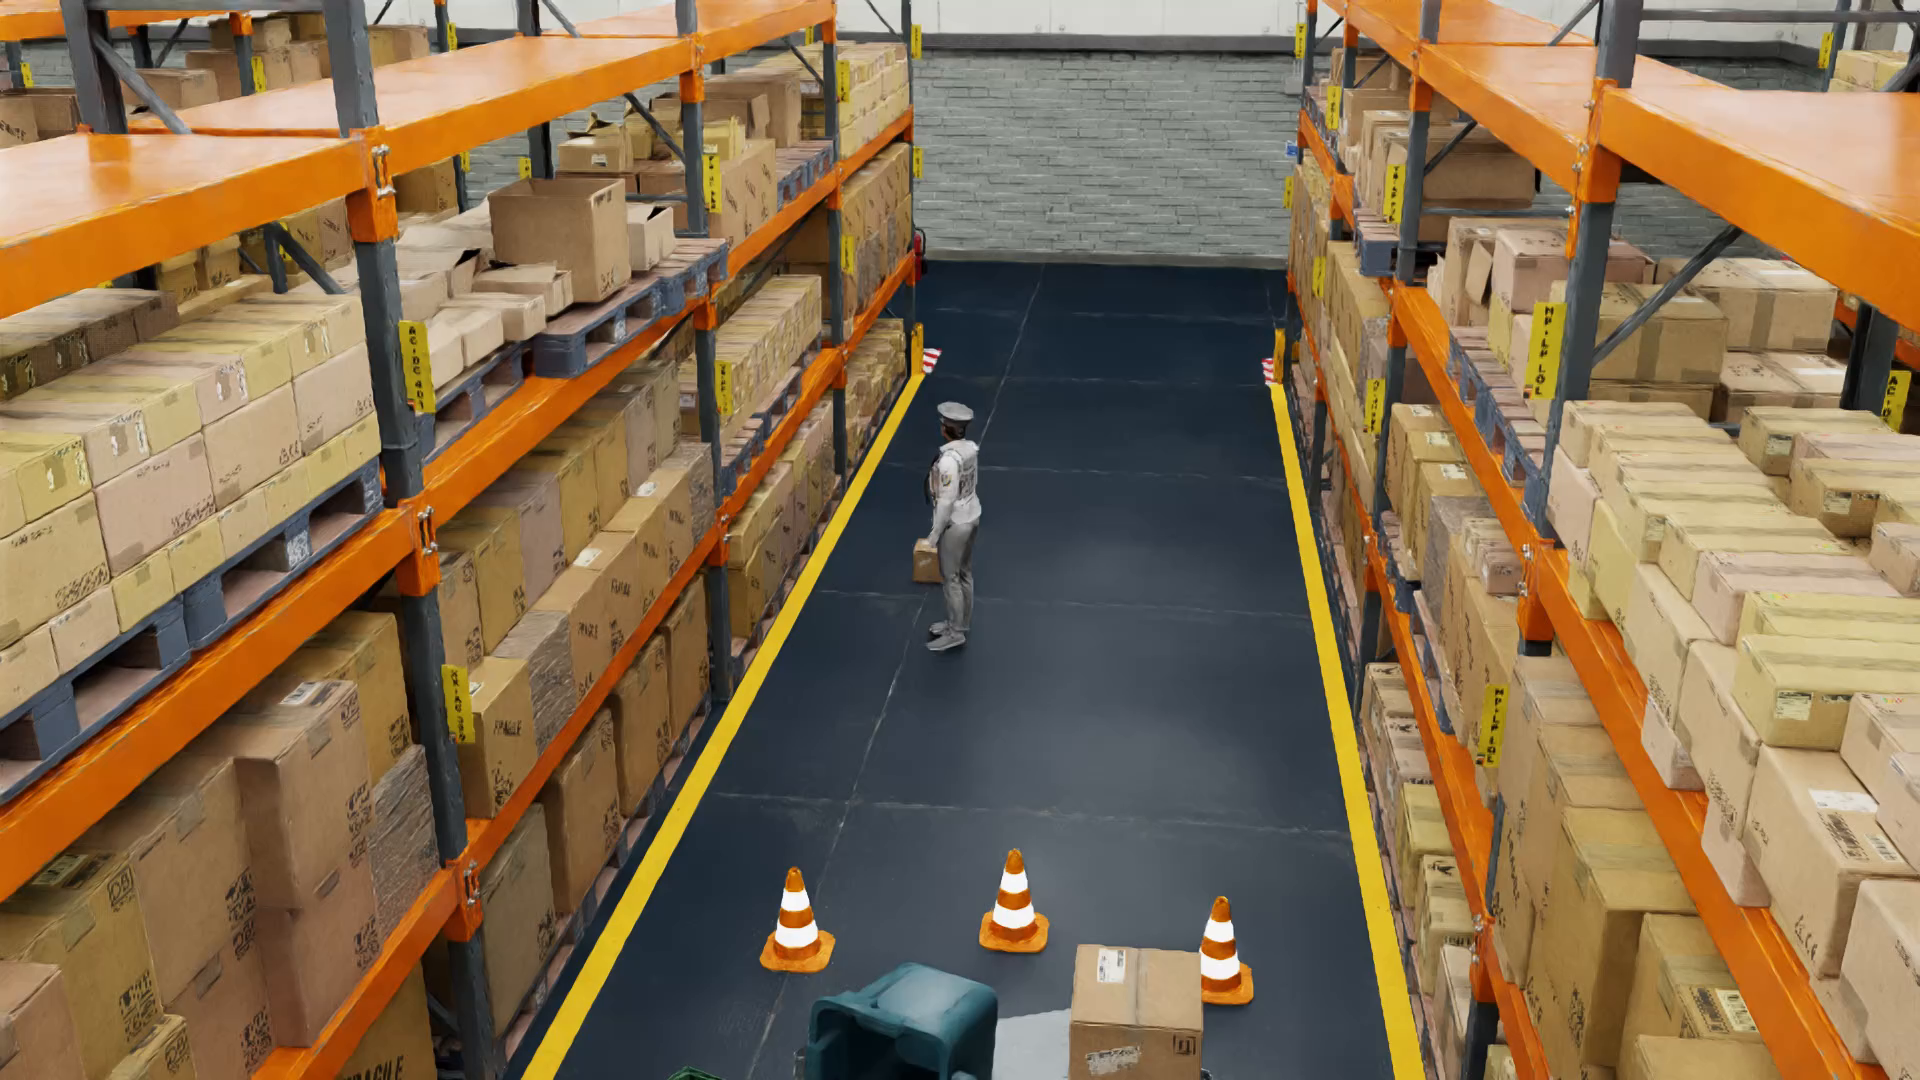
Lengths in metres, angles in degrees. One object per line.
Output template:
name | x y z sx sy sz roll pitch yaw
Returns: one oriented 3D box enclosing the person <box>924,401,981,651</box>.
person | -0.052 -0.087 11.295 0.377 1.711 0.534 9 23 22
